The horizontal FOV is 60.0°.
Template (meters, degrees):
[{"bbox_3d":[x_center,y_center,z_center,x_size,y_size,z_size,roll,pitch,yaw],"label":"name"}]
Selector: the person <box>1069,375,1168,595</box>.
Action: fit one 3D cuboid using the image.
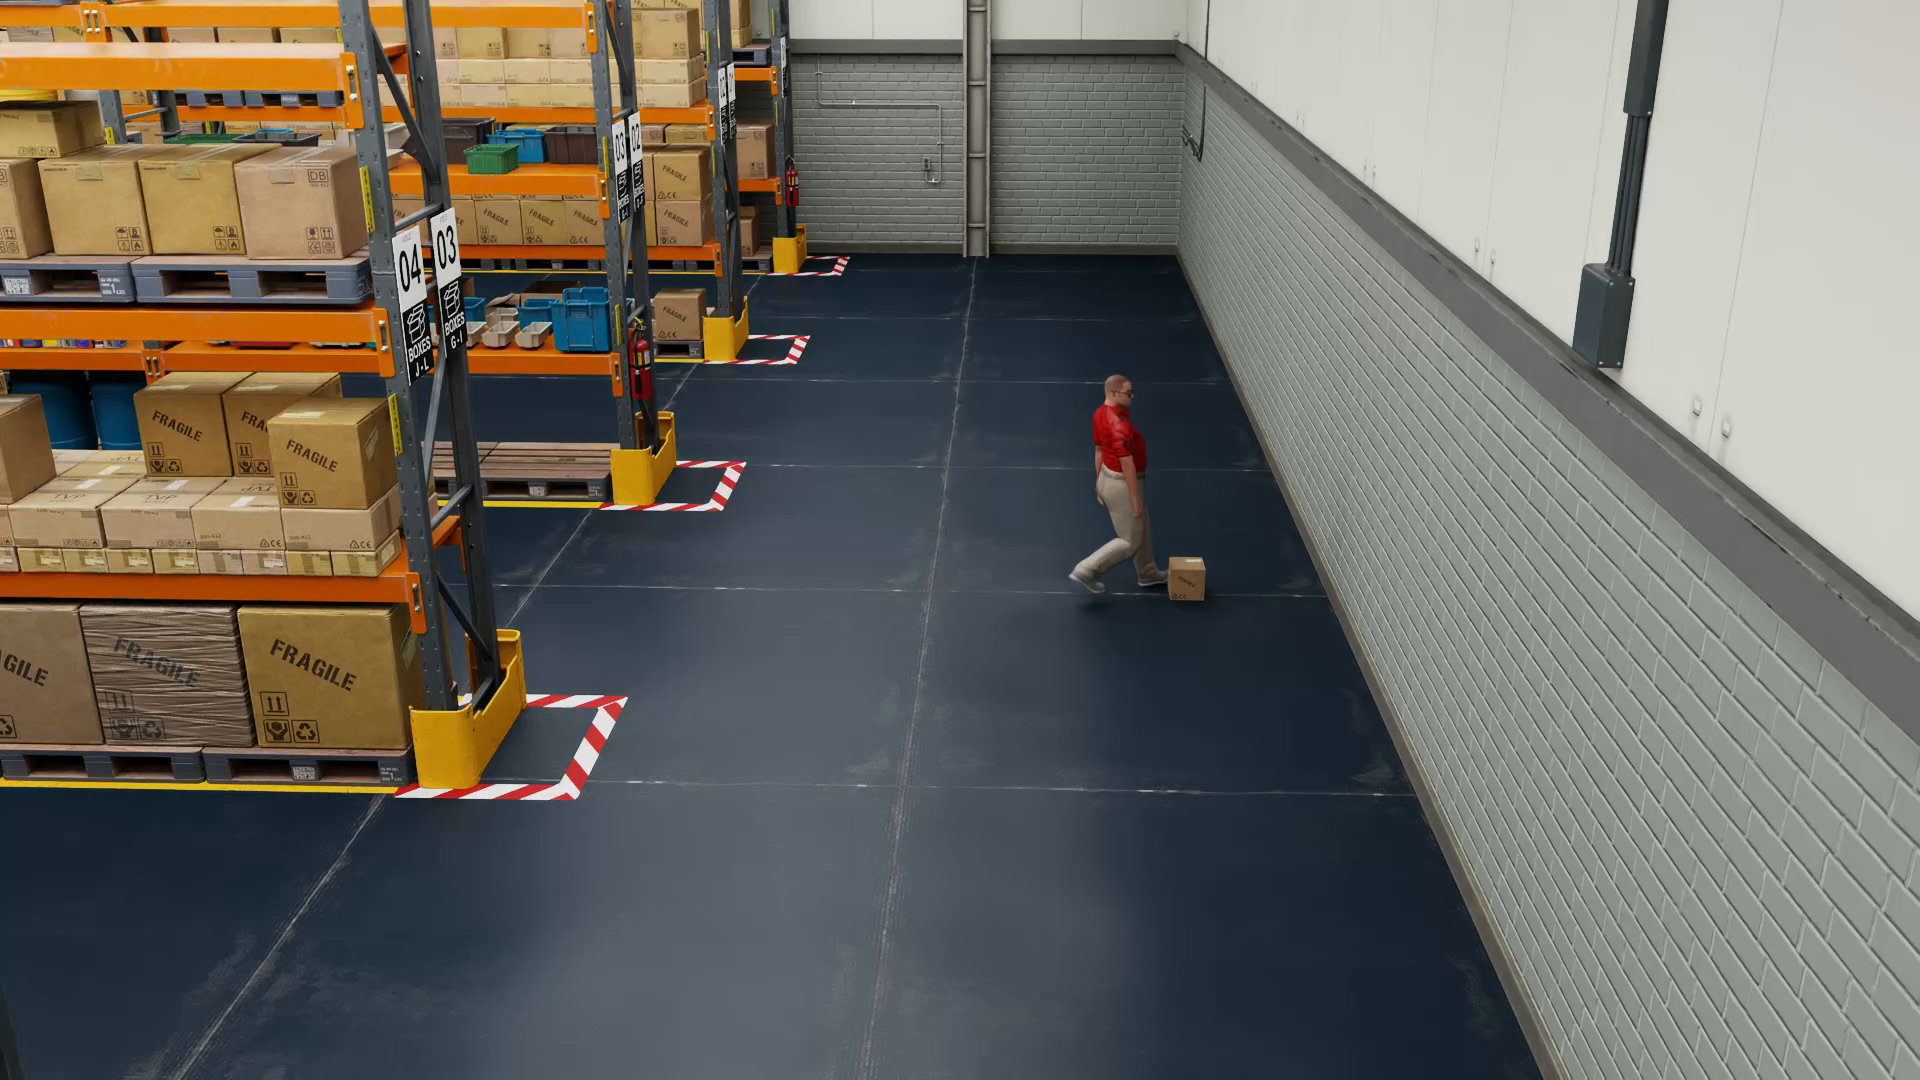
[{"bbox_3d":[1.230,-0.393,12.202,0.951,1.681,0.555,-4,21,-11],"label":"person"}]
